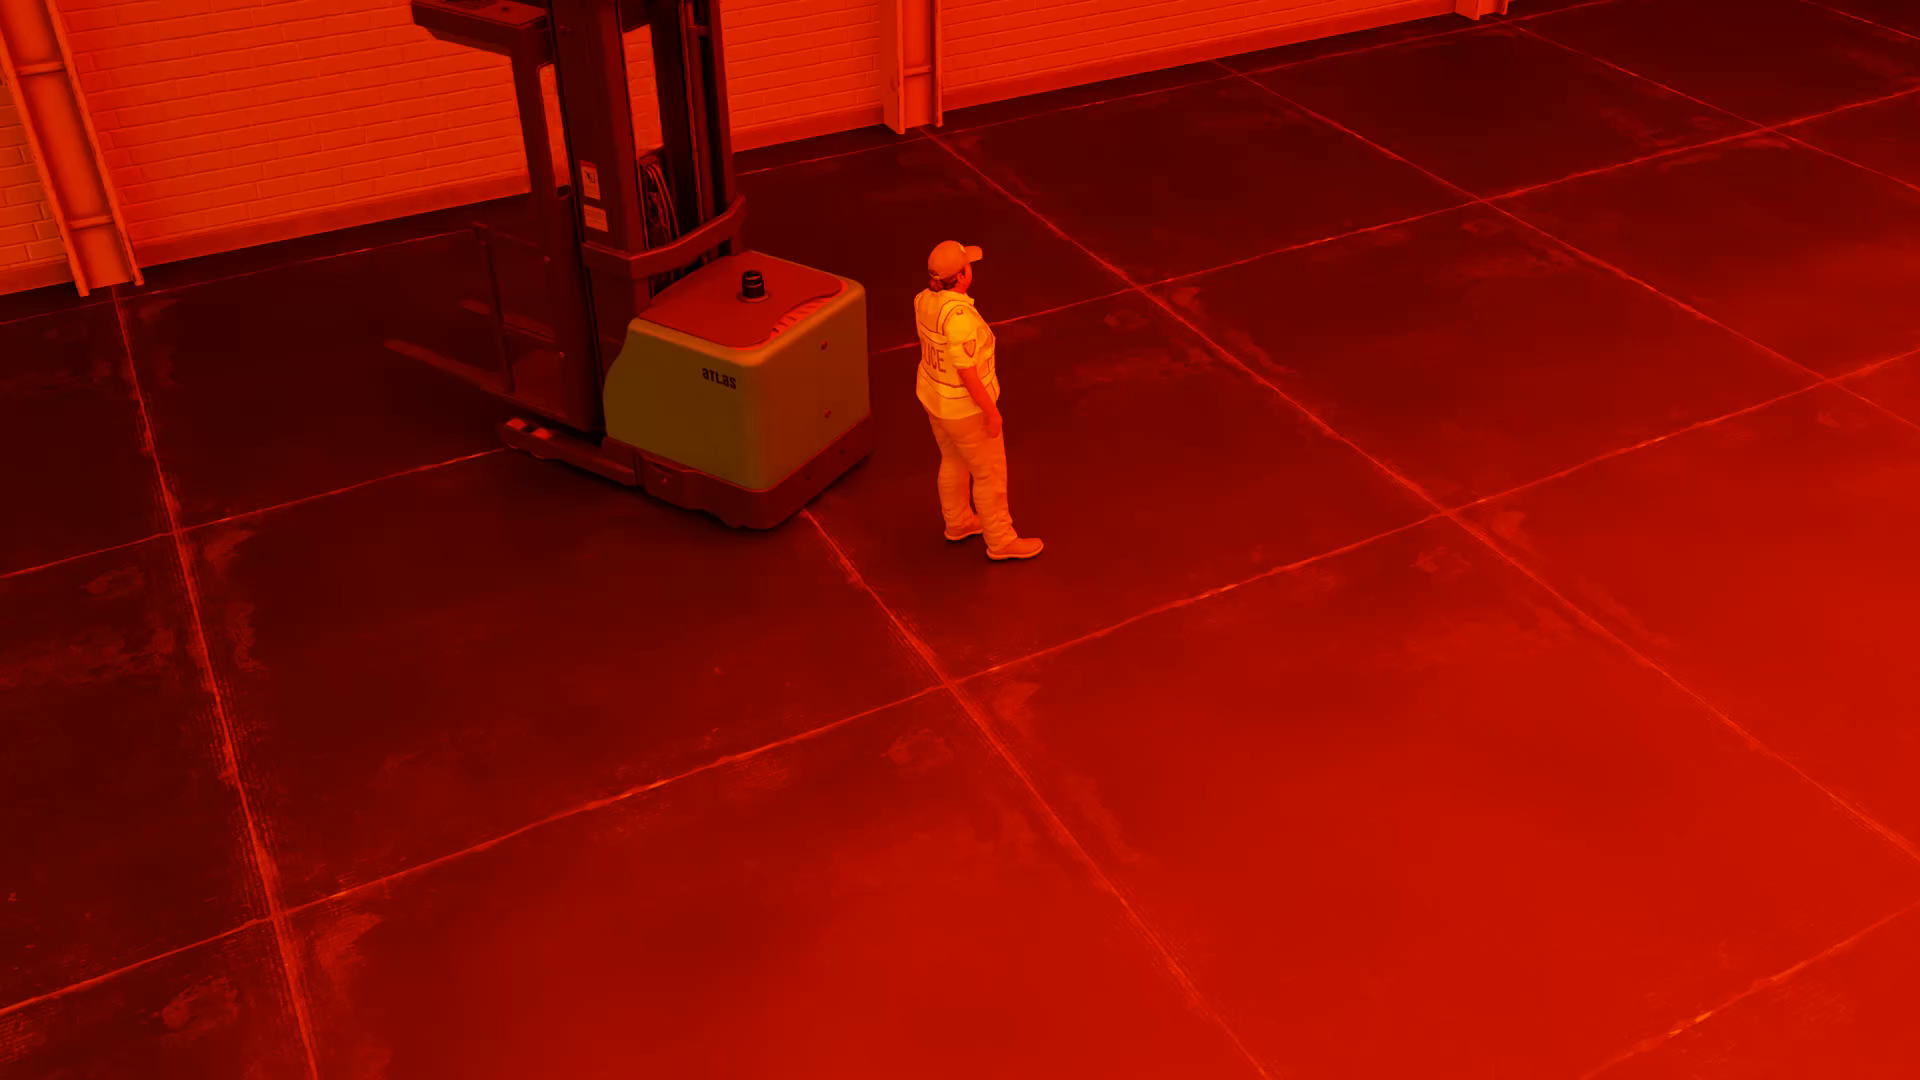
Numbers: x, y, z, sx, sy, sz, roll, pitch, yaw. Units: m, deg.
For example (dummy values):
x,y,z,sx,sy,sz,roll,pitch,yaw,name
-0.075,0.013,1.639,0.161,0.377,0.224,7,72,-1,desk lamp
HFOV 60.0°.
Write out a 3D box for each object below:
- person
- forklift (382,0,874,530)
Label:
x,y,z,sx,sy,sz,roll,pitch,yaw,name
0.078,-0.696,8.190,0.529,1.670,0.598,-17,39,-23,person
-2.001,-1.888,8.794,3.031,2.935,1.130,20,40,26,forklift
